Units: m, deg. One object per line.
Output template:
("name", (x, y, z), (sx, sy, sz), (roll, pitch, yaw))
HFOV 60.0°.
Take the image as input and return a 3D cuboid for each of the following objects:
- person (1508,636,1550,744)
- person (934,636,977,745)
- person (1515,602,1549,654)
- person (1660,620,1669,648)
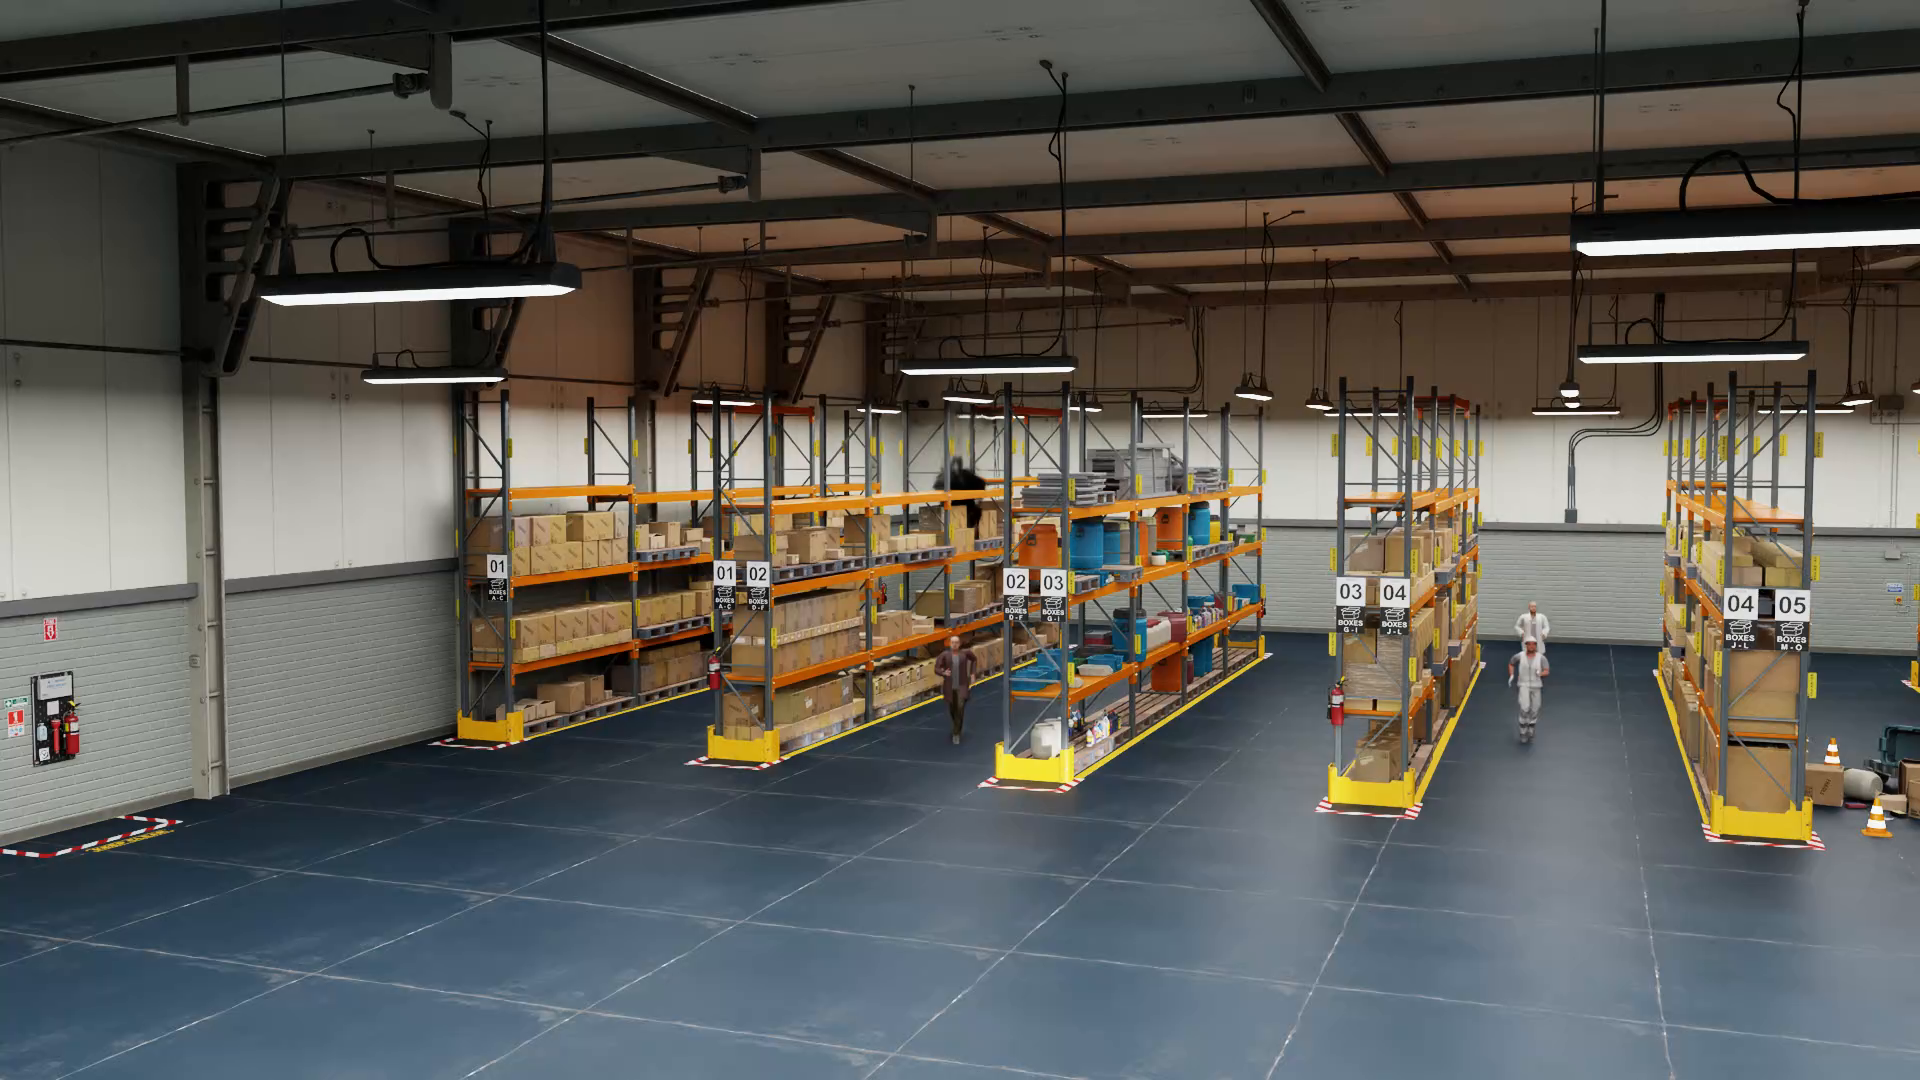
("person", (9.687, 2.548, 28.308), (0.650, 1.821, 0.749), (1, 3, 11))
("person", (-0.074, 2.562, 28.516), (0.738, 1.853, 0.971), (0, 3, 2))
("person", (12.202, 2.183, 35.449), (0.707, 1.724, 0.607), (1, 3, 13))
("person", (16.163, 2.089, 37.550), (0.661, 1.722, 0.695), (0, 3, -3))
